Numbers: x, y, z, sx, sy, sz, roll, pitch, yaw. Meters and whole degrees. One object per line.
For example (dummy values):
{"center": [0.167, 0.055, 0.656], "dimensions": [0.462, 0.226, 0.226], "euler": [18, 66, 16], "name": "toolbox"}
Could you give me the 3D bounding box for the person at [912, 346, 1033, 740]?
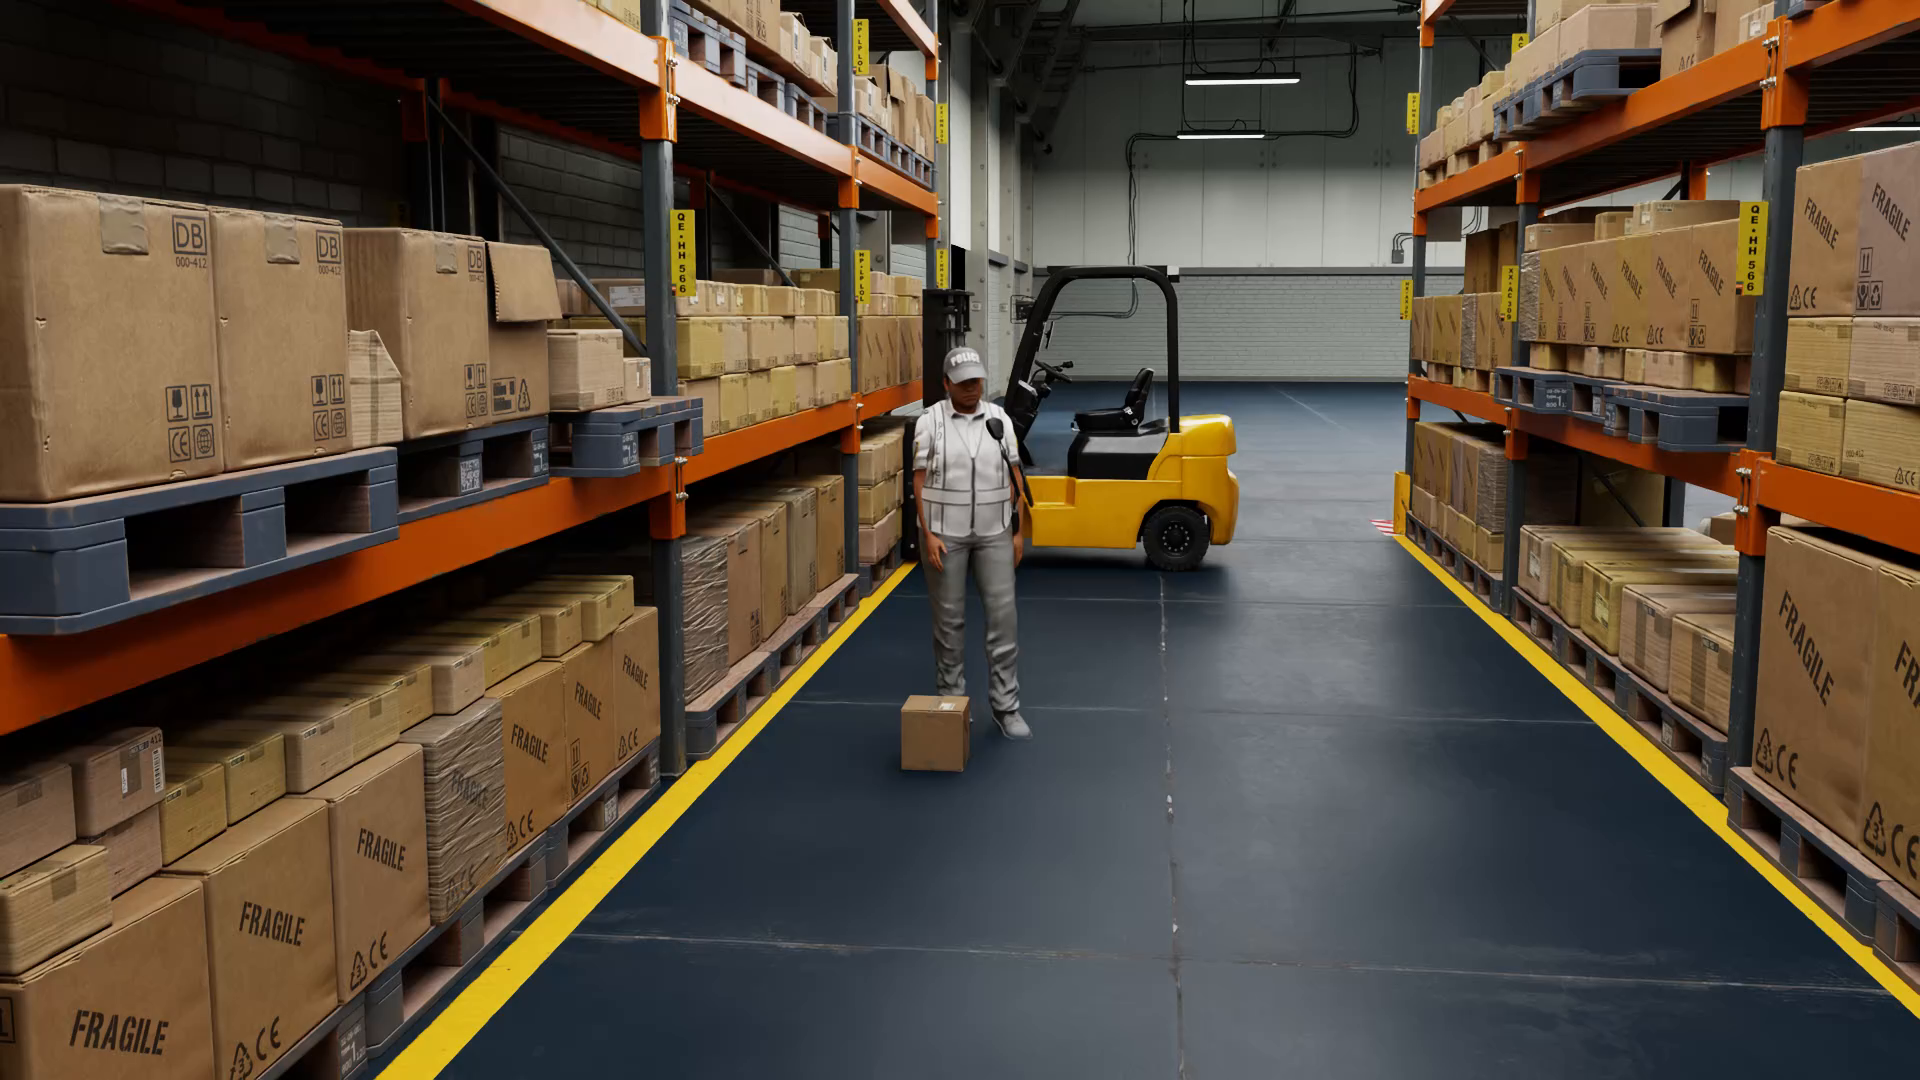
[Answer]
{"center": [0.049, 0.008, 7.231], "dimensions": [0.497, 1.689, 0.498], "euler": [-1, 8, -10], "name": "person"}
